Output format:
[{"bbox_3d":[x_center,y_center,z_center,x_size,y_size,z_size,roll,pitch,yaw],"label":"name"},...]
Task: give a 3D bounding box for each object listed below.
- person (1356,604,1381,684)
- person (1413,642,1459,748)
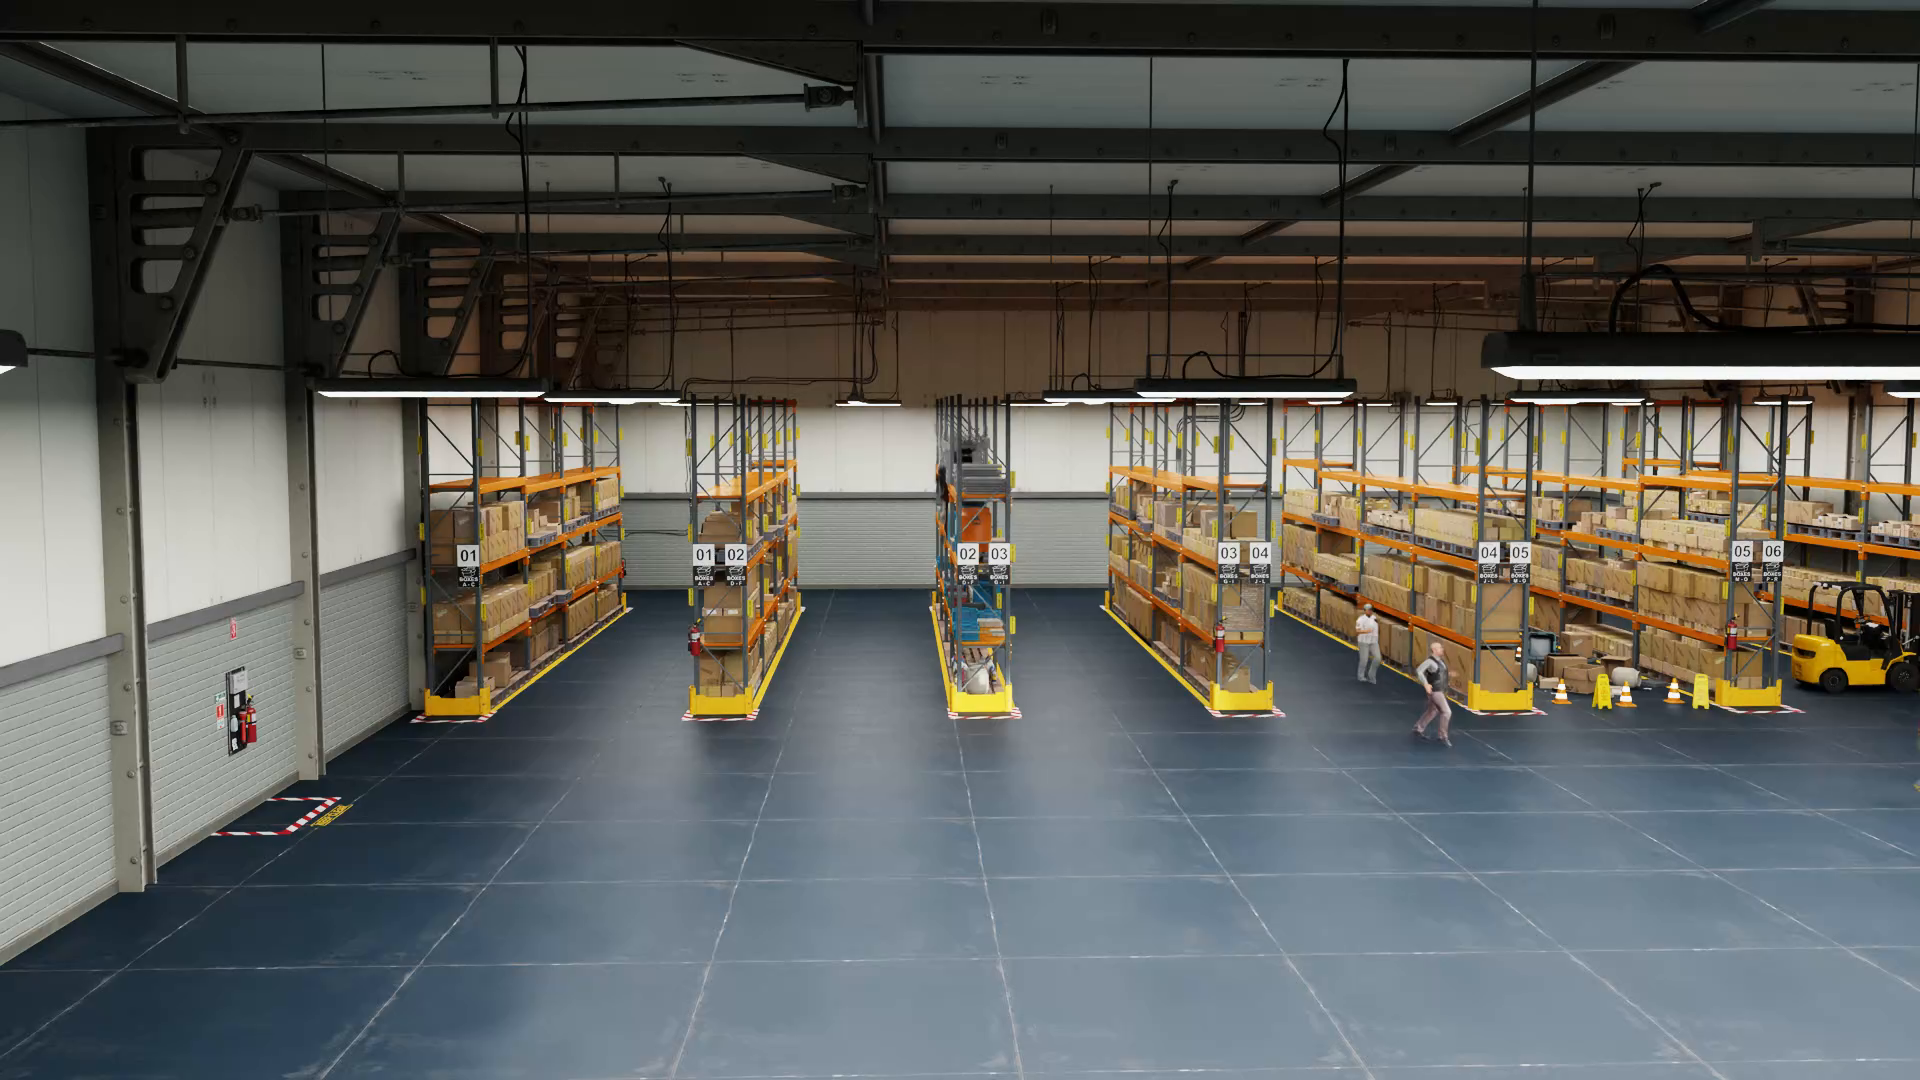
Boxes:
[{"bbox_3d":[8.533,2.176,34.691,0.586,1.695,0.661,-1,5,-13],"label":"person"},{"bbox_3d":[8.105,2.631,28.362,0.778,1.782,0.630,3,5,31],"label":"person"}]
